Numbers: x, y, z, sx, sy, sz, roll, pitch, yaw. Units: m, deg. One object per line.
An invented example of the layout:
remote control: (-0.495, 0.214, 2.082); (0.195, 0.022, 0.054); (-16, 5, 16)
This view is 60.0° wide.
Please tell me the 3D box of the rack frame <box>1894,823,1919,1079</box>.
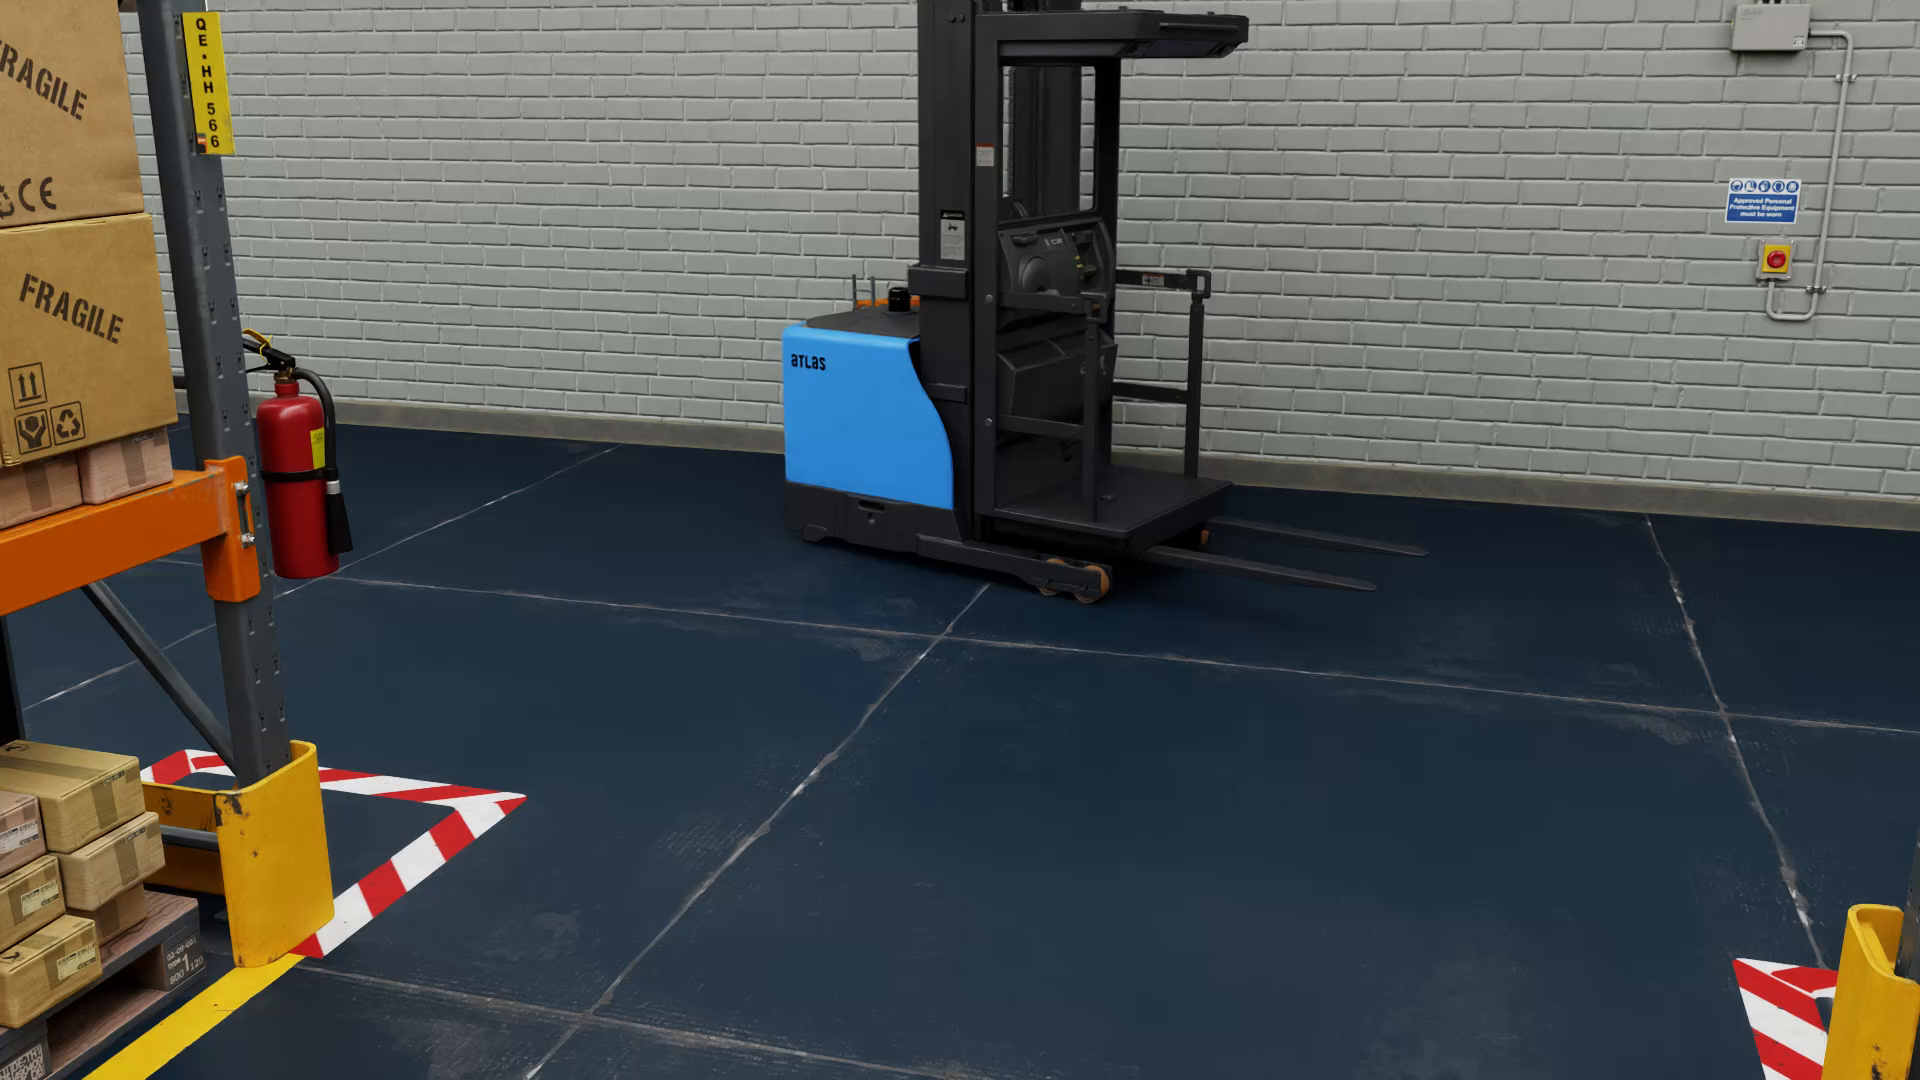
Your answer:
rack frame: (2.463, -0.067, 3.069); (0.949, 2.616, 0.053); (5, 16, 16)

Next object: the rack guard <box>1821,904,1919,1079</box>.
rack guard: (2.467, 1.129, 3.433); (1.175, 0.500, 0.348); (5, 16, 16)

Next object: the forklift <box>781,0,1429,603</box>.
forklift: (0.624, -1.297, 7.529); (3.031, 2.935, 1.130); (10, 19, 33)

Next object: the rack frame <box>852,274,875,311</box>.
rack frame: (-0.503, -0.835, 9.049); (0.015, 1.200, 0.240); (-9, 15, -29)

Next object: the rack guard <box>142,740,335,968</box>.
rack guard: (-2.336, 0.798, 4.601); (1.175, 0.500, 0.348); (5, 16, 16)

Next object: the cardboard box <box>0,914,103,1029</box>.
cardboard box: (-2.240, 0.974, 3.854); (0.380, 0.149, 0.250); (5, 17, 18)

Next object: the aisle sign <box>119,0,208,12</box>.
aisle sign: (-2.006, -1.671, 3.961); (0.394, 0.787, 0.004); (5, 16, 16)

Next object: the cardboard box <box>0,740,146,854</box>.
cardboard box: (-2.222, 0.617, 4.023); (0.380, 0.149, 0.250); (5, 17, 17)

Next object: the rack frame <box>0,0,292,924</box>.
rack frame: (-2.315, -0.425, 4.330); (1.000, 3.000, 0.127); (5, 16, 16)

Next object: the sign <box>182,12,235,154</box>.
sign: (-1.788, -1.086, 3.959); (0.100, 0.325, 0.005); (5, 16, 16)

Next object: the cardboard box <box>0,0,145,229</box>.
cardboard box: (-2.206, -0.958, 3.649); (0.500, 0.500, 0.500); (4, 16, 15)

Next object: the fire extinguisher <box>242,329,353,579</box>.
fire extinguisher: (-1.800, -0.238, 4.498); (0.296, 0.674, 0.183); (5, 16, 16)

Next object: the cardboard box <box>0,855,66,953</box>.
cardboard box: (-2.317, 0.826, 3.830); (0.380, 0.149, 0.250); (4, 16, 15)

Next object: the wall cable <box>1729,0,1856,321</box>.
wall cable: (4.040, -2.048, 8.134); (0.585, 1.953, 0.123); (5, 16, 16)

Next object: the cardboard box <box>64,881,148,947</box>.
cardboard box: (-2.264, 0.899, 4.119); (0.380, 0.149, 0.250); (5, 17, 17)

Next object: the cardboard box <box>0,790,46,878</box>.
cardboard box: (-2.348, 0.678, 3.807); (0.380, 0.149, 0.250); (5, 17, 17)

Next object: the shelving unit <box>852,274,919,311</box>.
shelving unit: (-0.293, -0.869, 9.168); (0.503, 1.200, 0.258); (-9, 15, -29)

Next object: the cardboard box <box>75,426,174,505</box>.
cardboard box: (-2.136, -0.197, 3.986); (0.380, 0.149, 0.250); (5, 16, 16)

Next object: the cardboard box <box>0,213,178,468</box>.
cardboard box: (-2.195, -0.478, 3.791); (0.500, 0.500, 0.500); (5, 17, 17)

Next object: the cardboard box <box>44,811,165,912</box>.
cardboard box: (-2.191, 0.762, 4.056); (0.380, 0.149, 0.250); (4, 16, 14)

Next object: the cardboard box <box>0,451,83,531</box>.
cardboard box: (-2.243, -0.135, 3.767); (0.380, 0.149, 0.250); (5, 16, 16)

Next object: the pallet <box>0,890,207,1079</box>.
pallet: (-2.601, 1.146, 3.901); (1.003, 0.211, 1.213); (5, 16, 16)

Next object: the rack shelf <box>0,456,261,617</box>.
rack shelf: (-2.883, 0.445, 2.583); (1.077, 0.370, 4.000); (5, 16, 16)

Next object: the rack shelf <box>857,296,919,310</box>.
rack shelf: (-0.304, -1.252, 9.079); (0.480, 0.148, 0.258); (-9, 15, -29)

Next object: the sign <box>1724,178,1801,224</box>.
sign: (4.011, -1.694, 8.310); (0.327, 0.218, 0.001); (5, 16, 16)

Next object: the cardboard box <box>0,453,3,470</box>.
cardboard box: (-2.347, -0.344, 3.317); (0.500, 0.500, 0.500); (4, 16, 15)
